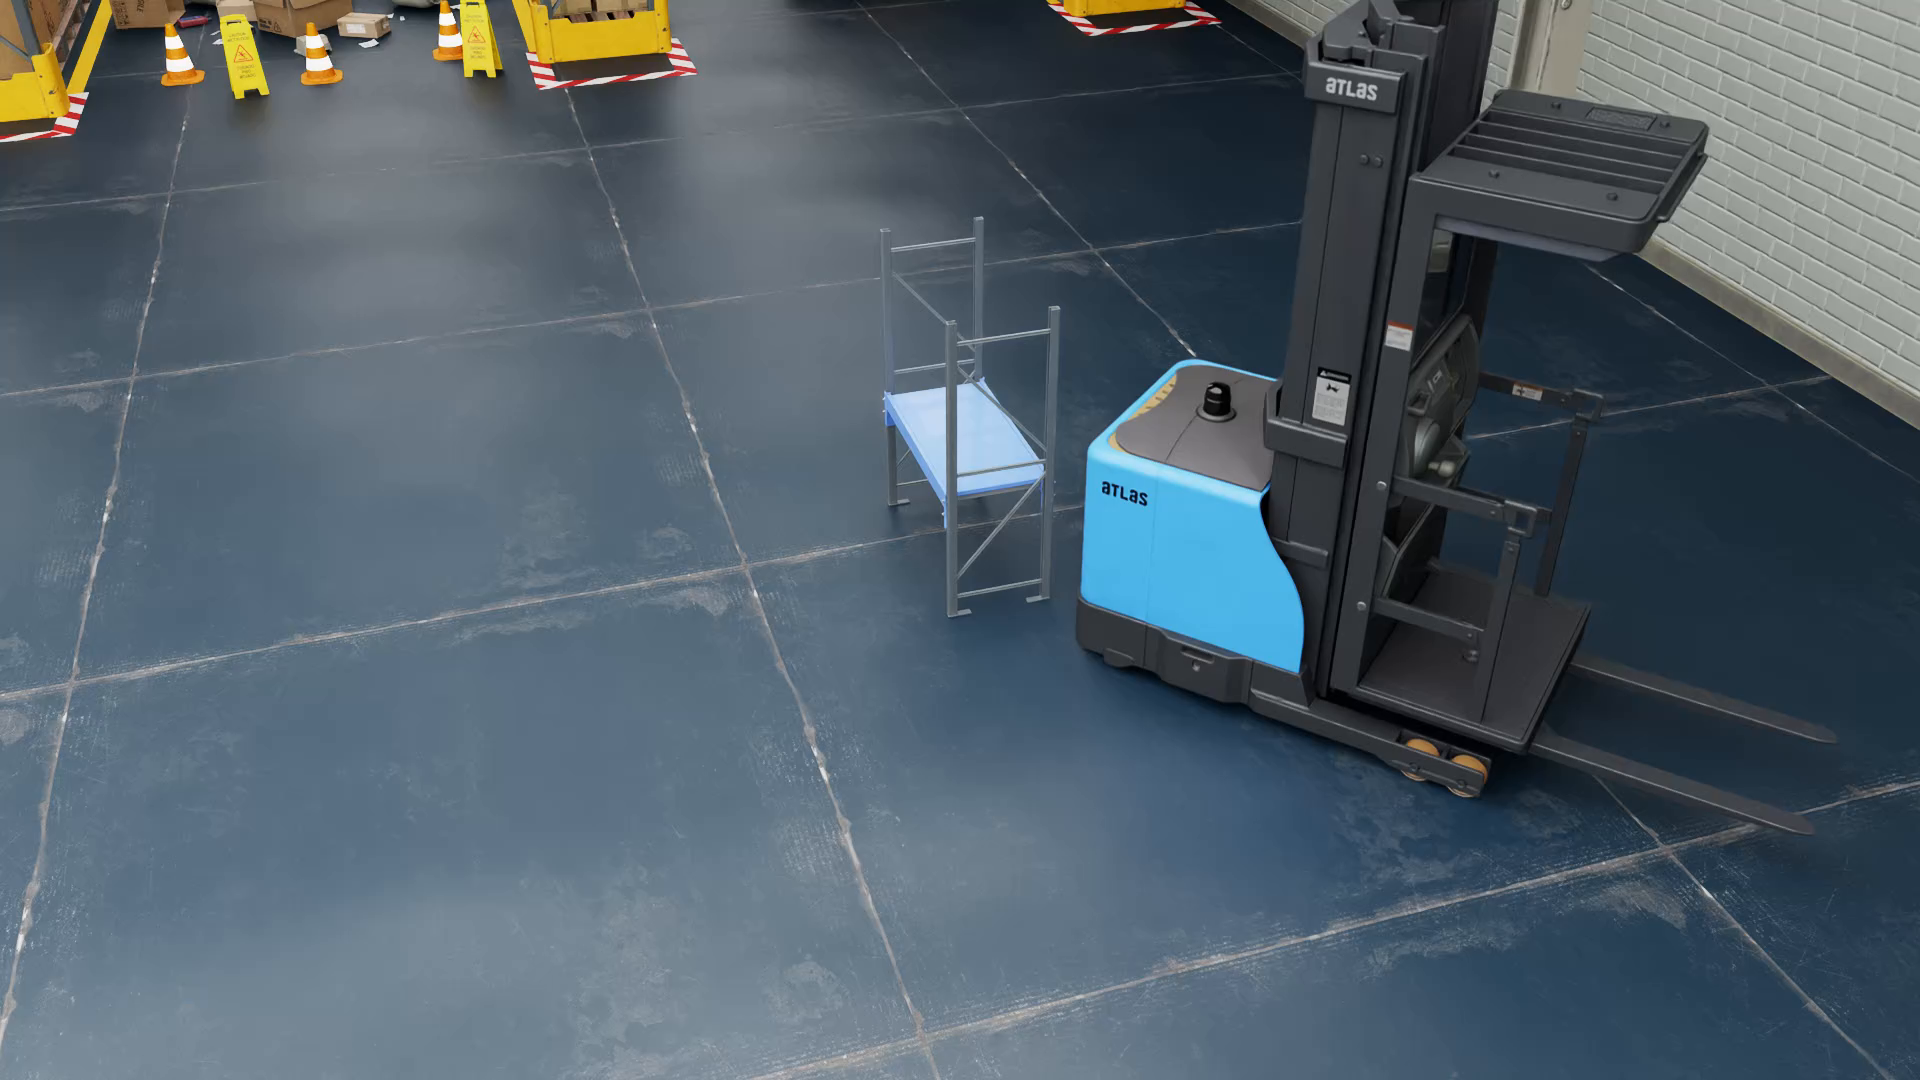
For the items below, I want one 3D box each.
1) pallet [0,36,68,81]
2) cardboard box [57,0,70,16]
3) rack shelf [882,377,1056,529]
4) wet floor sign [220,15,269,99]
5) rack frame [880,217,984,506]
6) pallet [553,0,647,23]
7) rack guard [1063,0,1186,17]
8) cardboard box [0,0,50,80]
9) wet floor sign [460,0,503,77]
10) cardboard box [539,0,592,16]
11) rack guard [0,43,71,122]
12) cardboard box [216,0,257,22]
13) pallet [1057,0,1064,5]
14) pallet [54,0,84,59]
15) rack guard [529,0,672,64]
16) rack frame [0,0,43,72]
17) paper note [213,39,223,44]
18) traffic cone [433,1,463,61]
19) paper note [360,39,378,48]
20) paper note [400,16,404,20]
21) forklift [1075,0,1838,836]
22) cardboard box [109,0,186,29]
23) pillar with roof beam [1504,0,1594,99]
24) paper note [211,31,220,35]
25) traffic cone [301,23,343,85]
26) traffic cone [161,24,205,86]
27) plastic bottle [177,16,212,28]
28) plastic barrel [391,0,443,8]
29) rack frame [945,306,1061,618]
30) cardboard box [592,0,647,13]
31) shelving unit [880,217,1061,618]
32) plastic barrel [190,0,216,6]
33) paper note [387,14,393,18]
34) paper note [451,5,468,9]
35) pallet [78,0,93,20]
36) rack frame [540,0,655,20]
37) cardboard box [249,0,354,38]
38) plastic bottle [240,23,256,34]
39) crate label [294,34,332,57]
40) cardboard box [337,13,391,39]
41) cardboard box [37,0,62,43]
[{"bbox_3d":[-8.149,-3.920,13.991,1.003,0.211,1.213,-10,35,-15],"label":"pallet"},{"bbox_3d":[-8.647,-5.251,15.022,0.875,0.875,0.875,-10,35,-14],"label":"cardboard box"},{"bbox_3d":[0.026,-0.431,7.868,0.538,0.185,1.000,-10,35,-15],"label":"rack shelf"},{"bbox_3d":[-5.936,-4.012,13.737,0.267,0.644,0.232,-16,37,-23],"label":"wet floor sign"},{"bbox_3d":[-0.129,-0.848,8.173,0.500,1.500,0.032,-10,35,-15],"label":"rack frame"},{"bbox_3d":[-3.384,-4.871,15.430,1.003,0.211,1.213,-10,35,-15],"label":"pallet"},{"bbox_3d":[1.586,-5.344,15.883,1.175,0.500,0.348,-10,35,-15],"label":"rack guard"},{"bbox_3d":[-8.100,-4.311,13.599,0.875,0.875,0.875,-10,35,-14],"label":"cardboard box"},{"bbox_3d":[-4.108,-4.300,14.173,0.267,0.644,0.232,1,33,2],"label":"wet floor sign"},{"bbox_3d":[-3.657,-4.982,15.182,0.500,0.250,0.500,-10,35,-15],"label":"cardboard box"},{"bbox_3d":[-7.823,-3.621,13.277,1.175,0.500,0.348,-10,35,-15],"label":"rack guard"},{"bbox_3d":[-6.772,-5.044,15.642,0.396,0.266,0.258,-4,34,-6],"label":"cardboard box"},{"bbox_3d":[1.306,-5.630,16.579,1.003,0.211,1.213,-10,35,-15],"label":"pallet"},{"bbox_3d":[-8.517,-4.559,14.959,1.003,0.211,1.213,-10,35,-15],"label":"pallet"},{"bbox_3d":[-3.170,-4.559,14.696,1.175,0.500,0.348,-10,35,-15],"label":"rack guard"},{"bbox_3d":[-7.830,-4.677,12.607,1.000,3.000,0.127,-10,35,-15],"label":"rack frame"},{"bbox_3d":[-6.679,-4.524,15.071,0.144,0.017,0.142,1,33,2],"label":"paper note"},{"bbox_3d":[-4.507,-4.513,14.660,0.336,0.463,0.334,-10,35,-15],"label":"traffic cone"},{"bbox_3d":[-5.331,-4.485,15.010,0.148,0.019,0.142,-23,40,-31],"label":"paper note"},{"bbox_3d":[-5.266,-4.925,15.694,0.032,0.001,0.123,-10,35,-15],"label":"paper note"},{"bbox_3d":[2.046,-0.525,6.386,3.031,2.935,1.130,18,38,25],"label":"forklift"},{"bbox_3d":[-7.600,-5.093,15.501,0.500,0.500,0.500,-4,34,-6],"label":"cardboard box"},{"bbox_3d":[-0.045,-5.545,8.479,9.100,9.000,0.400,-10,35,-15],"label":"pillar with roof beam"},{"bbox_3d":[-6.849,-4.669,15.306,0.032,0.001,0.123,7,34,10],"label":"paper note"},{"bbox_3d":[-5.460,-4.148,14.107,0.336,0.463,0.334,-10,35,-15],"label":"traffic cone"},{"bbox_3d":[-6.640,-4.136,14.090,0.336,0.463,0.334,-10,35,-15],"label":"traffic cone"},{"bbox_3d":[-7.146,-4.845,15.527,0.283,0.061,0.133,-23,40,-31],"label":"plastic bottle"},{"bbox_3d":[-5.219,-5.317,15.913,0.512,0.421,0.421,13,36,18],"label":"plastic barrel"},{"bbox_3d":[0.181,-0.314,7.365,0.500,1.500,0.032,-10,35,-15],"label":"rack frame"},{"bbox_3d":[-3.130,-5.060,15.300,0.500,0.250,0.500,-10,35,-15],"label":"cardboard box"},{"bbox_3d":[0.026,-0.581,7.769,0.538,1.500,1.048,-10,35,-15],"label":"shelving unit"},{"bbox_3d":[-7.244,-5.364,15.984,0.512,0.421,0.421,13,36,18],"label":"plastic barrel"},{"bbox_3d":[-5.447,-4.952,15.726,0.148,0.019,0.142,1,33,2],"label":"paper note"},{"bbox_3d":[-4.811,-5.136,15.995,0.142,0.019,0.148,-23,40,-31],"label":"paper note"},{"bbox_3d":[-8.893,-5.201,15.930,1.003,0.211,1.213,-10,35,-15],"label":"pallet"},{"bbox_3d":[-3.147,-5.562,13.947,1.000,3.000,0.127,-10,35,-15],"label":"rack frame"},{"bbox_3d":[-6.094,-5.017,15.386,0.637,0.503,0.797,19,38,26],"label":"cardboard box"},{"bbox_3d":[-6.617,-4.727,15.348,0.133,0.061,0.283,-23,40,-31],"label":"plastic bottle"},{"bbox_3d":[-5.759,-4.414,14.806,0.298,0.136,0.250,27,42,34],"label":"crate label"},{"bbox_3d":[-5.470,-4.721,15.260,0.380,0.149,0.250,7,34,10],"label":"cardboard box"},{"bbox_3d":[-8.371,-4.772,14.297,0.875,0.875,0.875,-11,35,-15],"label":"cardboard box"}]
